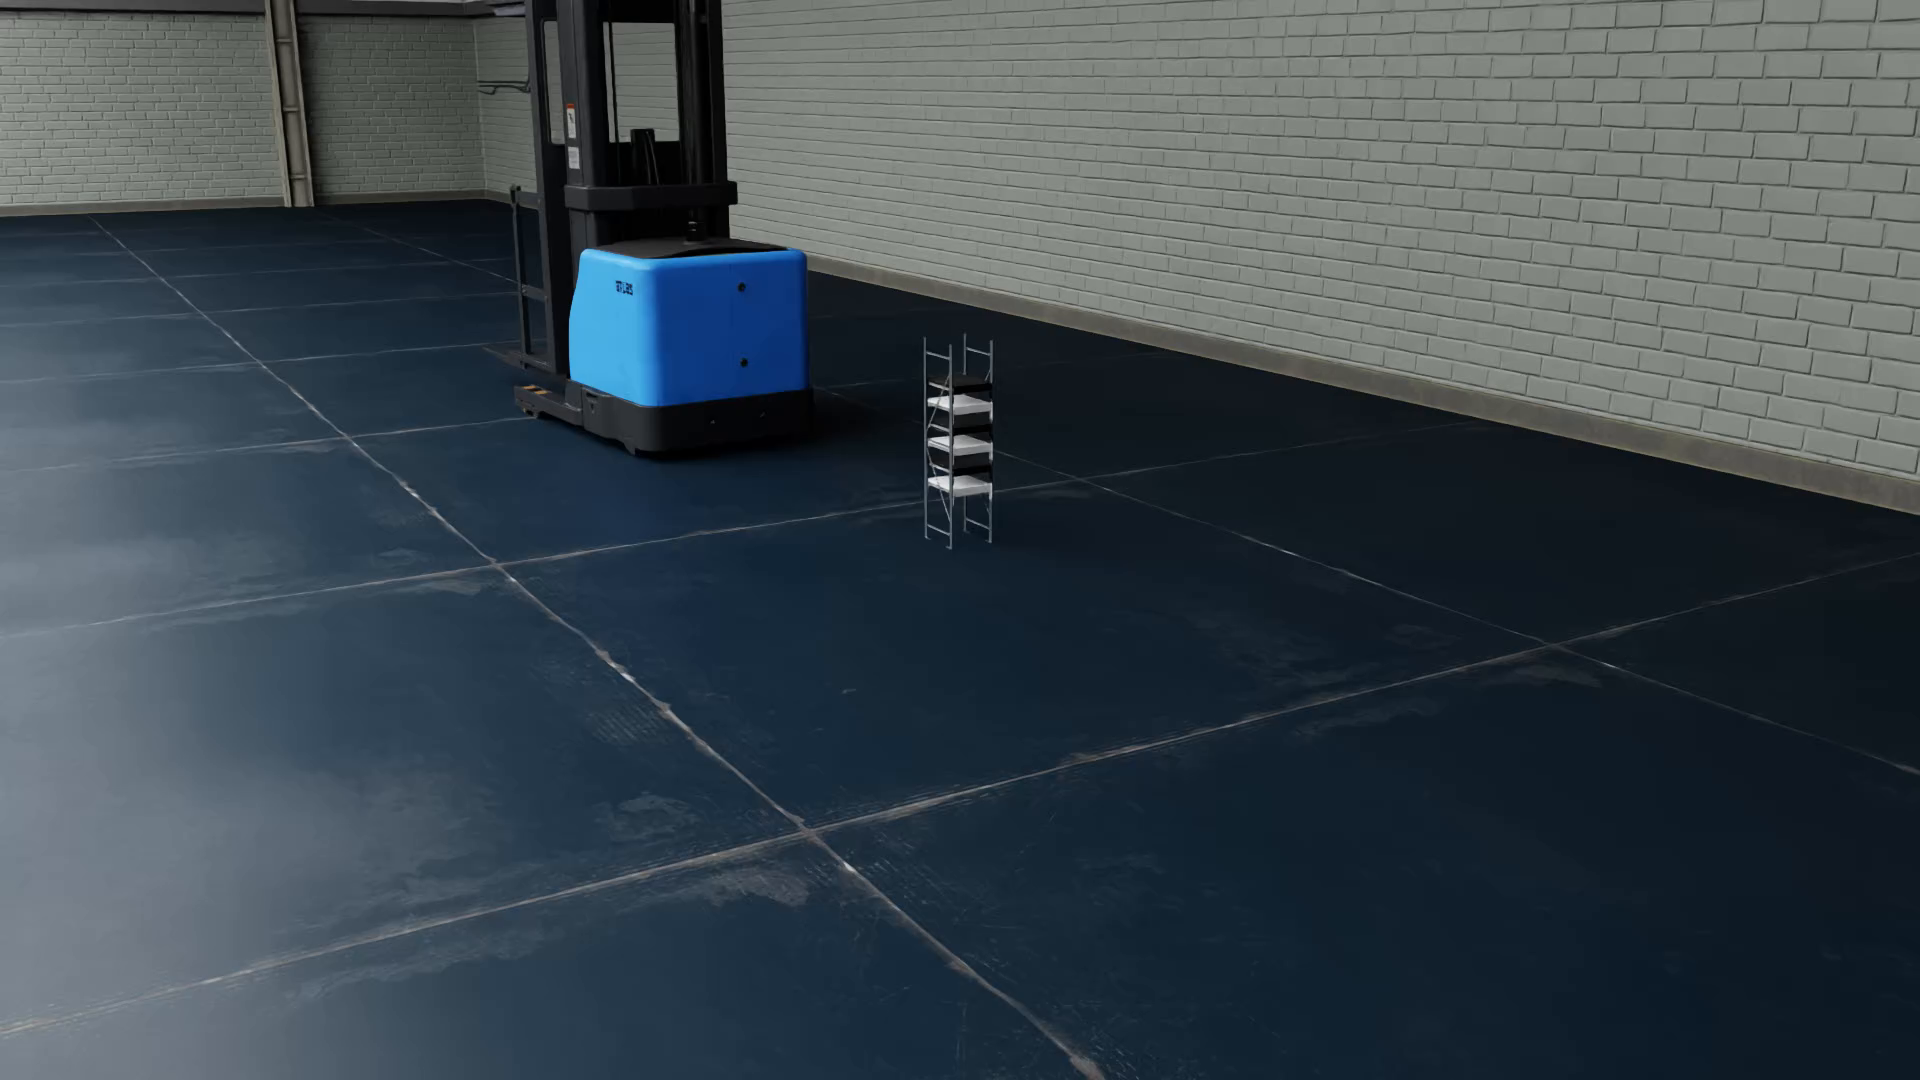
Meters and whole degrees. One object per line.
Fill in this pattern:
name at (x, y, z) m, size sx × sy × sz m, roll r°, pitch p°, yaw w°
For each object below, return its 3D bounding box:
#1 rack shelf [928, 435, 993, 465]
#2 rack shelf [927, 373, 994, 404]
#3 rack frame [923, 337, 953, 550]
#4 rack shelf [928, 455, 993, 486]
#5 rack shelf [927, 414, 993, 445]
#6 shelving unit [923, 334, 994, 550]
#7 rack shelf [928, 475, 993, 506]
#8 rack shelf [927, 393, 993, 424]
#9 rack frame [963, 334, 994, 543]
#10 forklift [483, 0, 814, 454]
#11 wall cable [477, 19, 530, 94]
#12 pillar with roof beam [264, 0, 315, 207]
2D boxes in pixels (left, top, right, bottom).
rack shelf at (-0.007, -0.400, 7.293) m, size 0.200 × 0.077 × 0.258 m, roll -9°, pitch 18°, yaw -30°
rack shelf at (-0.007, -0.660, 7.220) m, size 0.200 × 0.077 × 0.258 m, roll -9°, pitch 18°, yaw -30°
rack frame at (-0.094, -0.418, 7.234) m, size 0.006 × 0.900 × 0.240 m, roll -9°, pitch 18°, yaw -30°
rack shelf at (-0.007, -0.313, 7.318) m, size 0.200 × 0.077 × 0.258 m, roll -9°, pitch 18°, yaw -30°
rack shelf at (-0.007, -0.487, 7.269) m, size 0.200 × 0.077 × 0.258 m, roll -9°, pitch 18°, yaw -30°
shelving unit at (-0.007, -0.432, 7.284) m, size 0.210 × 0.900 × 0.258 m, roll -9°, pitch 18°, yaw -30°
rack shelf at (-0.007, -0.227, 7.342) m, size 0.200 × 0.077 × 0.258 m, roll -9°, pitch 18°, yaw -30°
rack shelf at (-0.007, -0.573, 7.245) m, size 0.200 × 0.077 × 0.258 m, roll -9°, pitch 18°, yaw -30°
rack frame at (0.080, -0.446, 7.335) m, size 0.006 × 0.900 × 0.240 m, roll -9°, pitch 18°, yaw -30°
forklift at (-2.077, -2.215, 9.881) m, size 1.130 × 2.935 × 3.031 m, roll -11°, pitch 19°, yaw -33°
wall cable at (-7.165, -8.185, 25.690) m, size 0.112 × 2.526 × 3.097 m, roll -9°, pitch 18°, yaw -30°
pillar with roof beam at (-8.154, -8.581, 21.348) m, size 0.400 × 9.000 × 9.100 m, roll -9°, pitch 18°, yaw -30°
